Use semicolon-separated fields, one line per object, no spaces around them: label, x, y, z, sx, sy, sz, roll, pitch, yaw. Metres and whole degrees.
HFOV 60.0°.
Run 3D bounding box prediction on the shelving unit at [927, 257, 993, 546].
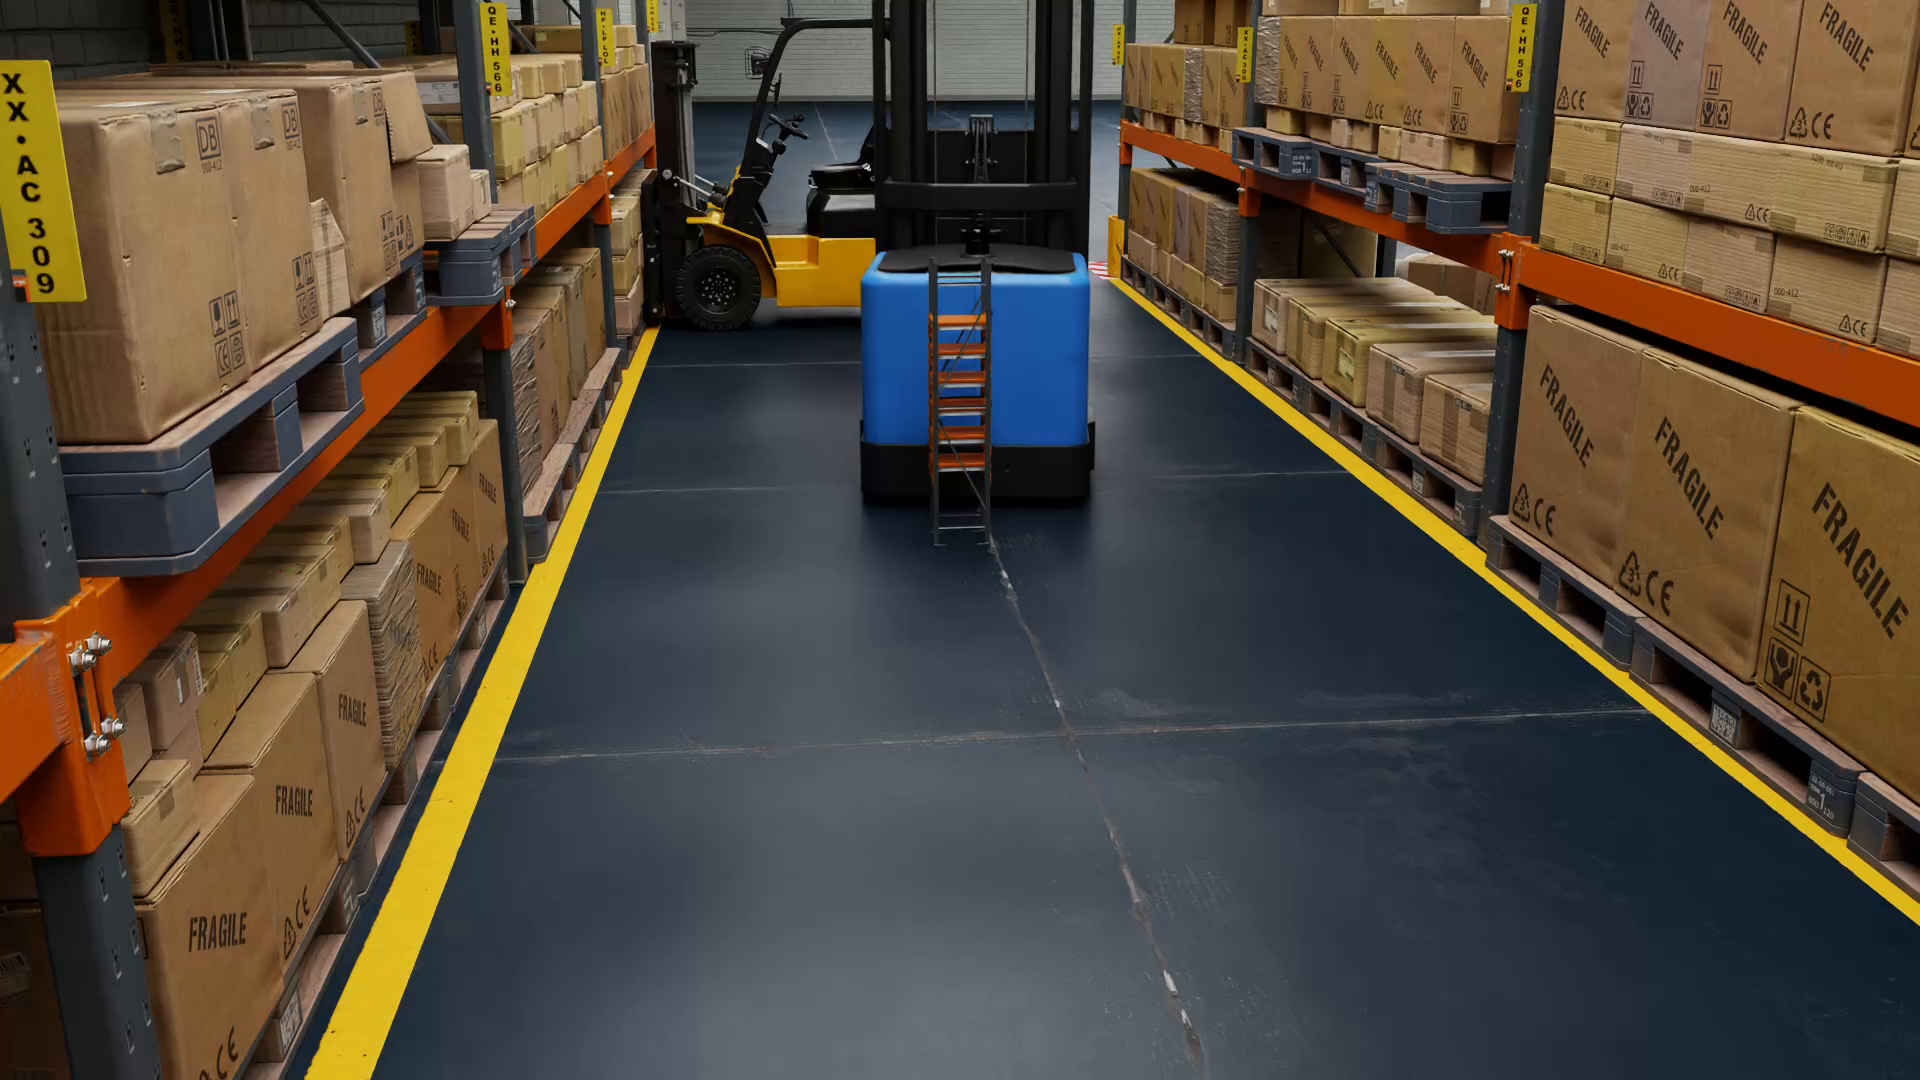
shelving unit;-0.001;-0.577;7.011;0.258;1.200;0.189;-2;18;-6

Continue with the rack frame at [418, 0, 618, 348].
rack frame;-2.642;-2.441;9.945;1.000;3.000;0.127;-2;18;-6

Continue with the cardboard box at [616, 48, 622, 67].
cardboard box;-2.516;-3.284;11.379;0.380;0.149;0.250;-2;18;-7

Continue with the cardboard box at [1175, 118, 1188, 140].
cardboard box;1.791;-3.018;12.200;0.380;0.149;0.250;-2;18;-5

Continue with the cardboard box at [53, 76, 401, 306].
cardboard box;-1.778;-0.845;3.993;0.700;0.500;0.500;-2;18;-6

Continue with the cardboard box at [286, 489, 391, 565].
cardboard box;-1.818;-0.032;4.659;0.380;0.149;0.250;-3;18;-8

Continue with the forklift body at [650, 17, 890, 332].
forklift body;-1.044;-2.719;12.249;2.313;2.155;1.214;-2;18;-6

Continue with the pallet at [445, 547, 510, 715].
pallet;-2.190;0.304;5.855;1.003;0.211;1.213;-2;18;-6

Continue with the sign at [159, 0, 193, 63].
sign;-2.781;-1.784;5.918;0.100;0.325;0.005;-2;18;-6

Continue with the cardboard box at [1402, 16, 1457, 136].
cardboard box;2.320;-2.075;7.413;0.500;0.500;0.500;-2;18;-7

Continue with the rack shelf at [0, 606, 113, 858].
rack shelf;-1.610;0.881;0.563;1.077;0.370;4.000;-2;18;-6

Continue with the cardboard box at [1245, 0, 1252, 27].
cardboard box;2.410;-3.704;11.633;0.700;0.500;0.500;-2;18;-7

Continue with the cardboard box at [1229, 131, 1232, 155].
cardboard box;1.959;-2.562;10.750;0.380;0.149;0.250;-2;18;-6

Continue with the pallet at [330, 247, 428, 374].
pallet;-2.024;-0.579;4.333;1.003;0.211;1.213;-2;18;-6

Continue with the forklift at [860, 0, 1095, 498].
forklift;0.122;-1.980;8.590;1.130;2.935;3.031;1;17;2

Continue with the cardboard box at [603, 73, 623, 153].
cardboard box;-2.498;-2.784;10.870;0.500;0.500;0.500;-1;17;-5

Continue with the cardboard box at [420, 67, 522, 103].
cardboard box;-2.090;-1.944;7.110;0.380;0.149;0.250;-2;17;-5

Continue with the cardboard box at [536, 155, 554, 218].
cardboard box;-2.139;-1.621;7.583;0.500;0.250;0.500;-2;18;-7

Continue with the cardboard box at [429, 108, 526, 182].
cardboard box;-2.007;-1.557;6.545;0.500;0.250;0.500;-2;18;-6

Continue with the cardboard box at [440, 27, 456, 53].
cardboard box;-2.975;-3.026;10.062;0.380;0.149;0.250;-2;18;-6

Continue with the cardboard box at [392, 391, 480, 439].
cardboard box;-1.926;-0.427;5.920;0.380;0.149;0.250;-3;18;-8

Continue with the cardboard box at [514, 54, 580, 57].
cardboard box;-2.386;-2.704;9.531;0.380;0.149;0.250;-1;17;-4

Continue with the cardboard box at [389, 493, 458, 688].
cardboard box;-1.874;0.167;5.108;0.500;0.500;0.500;-1;17;-3

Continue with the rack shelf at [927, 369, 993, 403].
rack shelf;-0.001;-0.649;6.988;0.258;0.103;0.180;-2;18;-6

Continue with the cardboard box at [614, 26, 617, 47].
cardboard box;-2.644;-3.575;11.810;0.380;0.149;0.250;-2;17;-5

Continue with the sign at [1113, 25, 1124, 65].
sign;1.343;-4.184;14.050;0.100;0.325;0.005;-2;18;-6

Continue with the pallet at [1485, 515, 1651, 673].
pallet;2.714;0.164;6.304;1.003;0.211;1.213;-2;18;-6

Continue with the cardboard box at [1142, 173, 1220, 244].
cardboard box;1.752;-2.622;13.159;0.500;0.500;0.500;-2;18;-8

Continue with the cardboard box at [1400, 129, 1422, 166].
cardboard box;2.252;-1.801;7.626;0.380;0.149;0.250;-3;18;-8

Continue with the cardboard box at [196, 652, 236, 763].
cardboard box;-1.732;0.354;3.432;0.380;0.149;0.250;-3;18;-9

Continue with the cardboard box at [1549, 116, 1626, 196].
cardboard box;2.514;-1.412;6.084;0.500;0.250;0.500;-2;18;-6

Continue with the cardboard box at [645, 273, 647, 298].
cardboard box;-2.531;-1.939;12.236;0.500;0.250;0.500;-1;17;-4

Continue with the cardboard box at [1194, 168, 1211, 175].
cardboard box;2.224;-2.803;13.735;0.500;0.500;0.500;-2;18;-5

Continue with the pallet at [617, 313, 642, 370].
pallet;-2.682;-1.349;11.122;1.003;0.211;1.213;-2;18;-6

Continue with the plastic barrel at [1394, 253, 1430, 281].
plastic barrel;3.601;-1.990;12.808;0.512;0.421;0.421;11;21;32

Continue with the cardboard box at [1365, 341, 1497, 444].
cardboard box;2.575;-0.739;8.209;0.950;0.372;0.625;-2;18;-7

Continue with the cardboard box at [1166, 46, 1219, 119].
cardboard box;1.826;-3.370;12.241;0.500;0.500;0.500;-2;18;-7

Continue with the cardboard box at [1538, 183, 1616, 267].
cardboard box;2.508;-1.179;6.175;0.500;0.250;0.500;-2;18;-7

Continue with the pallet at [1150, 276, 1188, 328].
pallet;2.062;-1.829;12.649;1.003;0.211;1.213;-2;18;-6

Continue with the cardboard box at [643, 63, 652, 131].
cardboard box;-2.742;-3.542;13.285;0.500;0.500;0.500;-2;18;-7

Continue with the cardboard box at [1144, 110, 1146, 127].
cardboard box;1.698;-3.404;13.430;0.380;0.149;0.250;-2;18;-7

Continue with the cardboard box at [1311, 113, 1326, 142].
cardboard box;2.145;-2.267;9.109;0.380;0.149;0.250;-2;17;-5

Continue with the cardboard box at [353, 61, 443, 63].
cardboard box;-2.708;-2.231;8.027;0.380;0.149;0.250;-2;18;-5

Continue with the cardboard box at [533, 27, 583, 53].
cardboard box;-2.380;-3.045;10.120;0.380;0.149;0.250;-1;17;-5

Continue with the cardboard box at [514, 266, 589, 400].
cardboard box;-2.504;-1.122;9.007;0.875;0.625;0.625;-2;18;-6

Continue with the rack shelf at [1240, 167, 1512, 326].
rack shelf;2.501;-1.657;8.647;1.077;0.370;4.000;-2;18;-6

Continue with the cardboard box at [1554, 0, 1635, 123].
cardboard box;2.515;-1.774;5.985;0.500;0.500;0.500;-2;18;-7

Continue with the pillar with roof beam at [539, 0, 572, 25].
pillar with roof beam;-0.216;-8.181;18.211;9.100;9.000;0.400;-2;18;-6

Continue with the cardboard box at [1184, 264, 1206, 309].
cardboard box;1.902;-1.810;11.825;0.500;0.250;0.500;-2;18;-7

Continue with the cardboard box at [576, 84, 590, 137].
cardboard box;-2.277;-2.317;8.965;0.500;0.250;0.500;-2;18;-7

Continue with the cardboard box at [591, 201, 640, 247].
cardboard box;-2.422;-2.113;11.121;0.500;0.250;0.500;-2;18;-6

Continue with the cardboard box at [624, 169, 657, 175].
cardboard box;-2.697;-2.871;13.534;0.500;0.250;0.500;-1;17;-4

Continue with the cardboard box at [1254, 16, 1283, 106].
cardboard box;2.058;-2.837;9.842;0.500;0.500;0.500;-1;17;-4

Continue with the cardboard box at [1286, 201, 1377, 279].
cardboard box;2.503;-2.026;11.261;0.500;0.500;0.500;-1;17;-3
